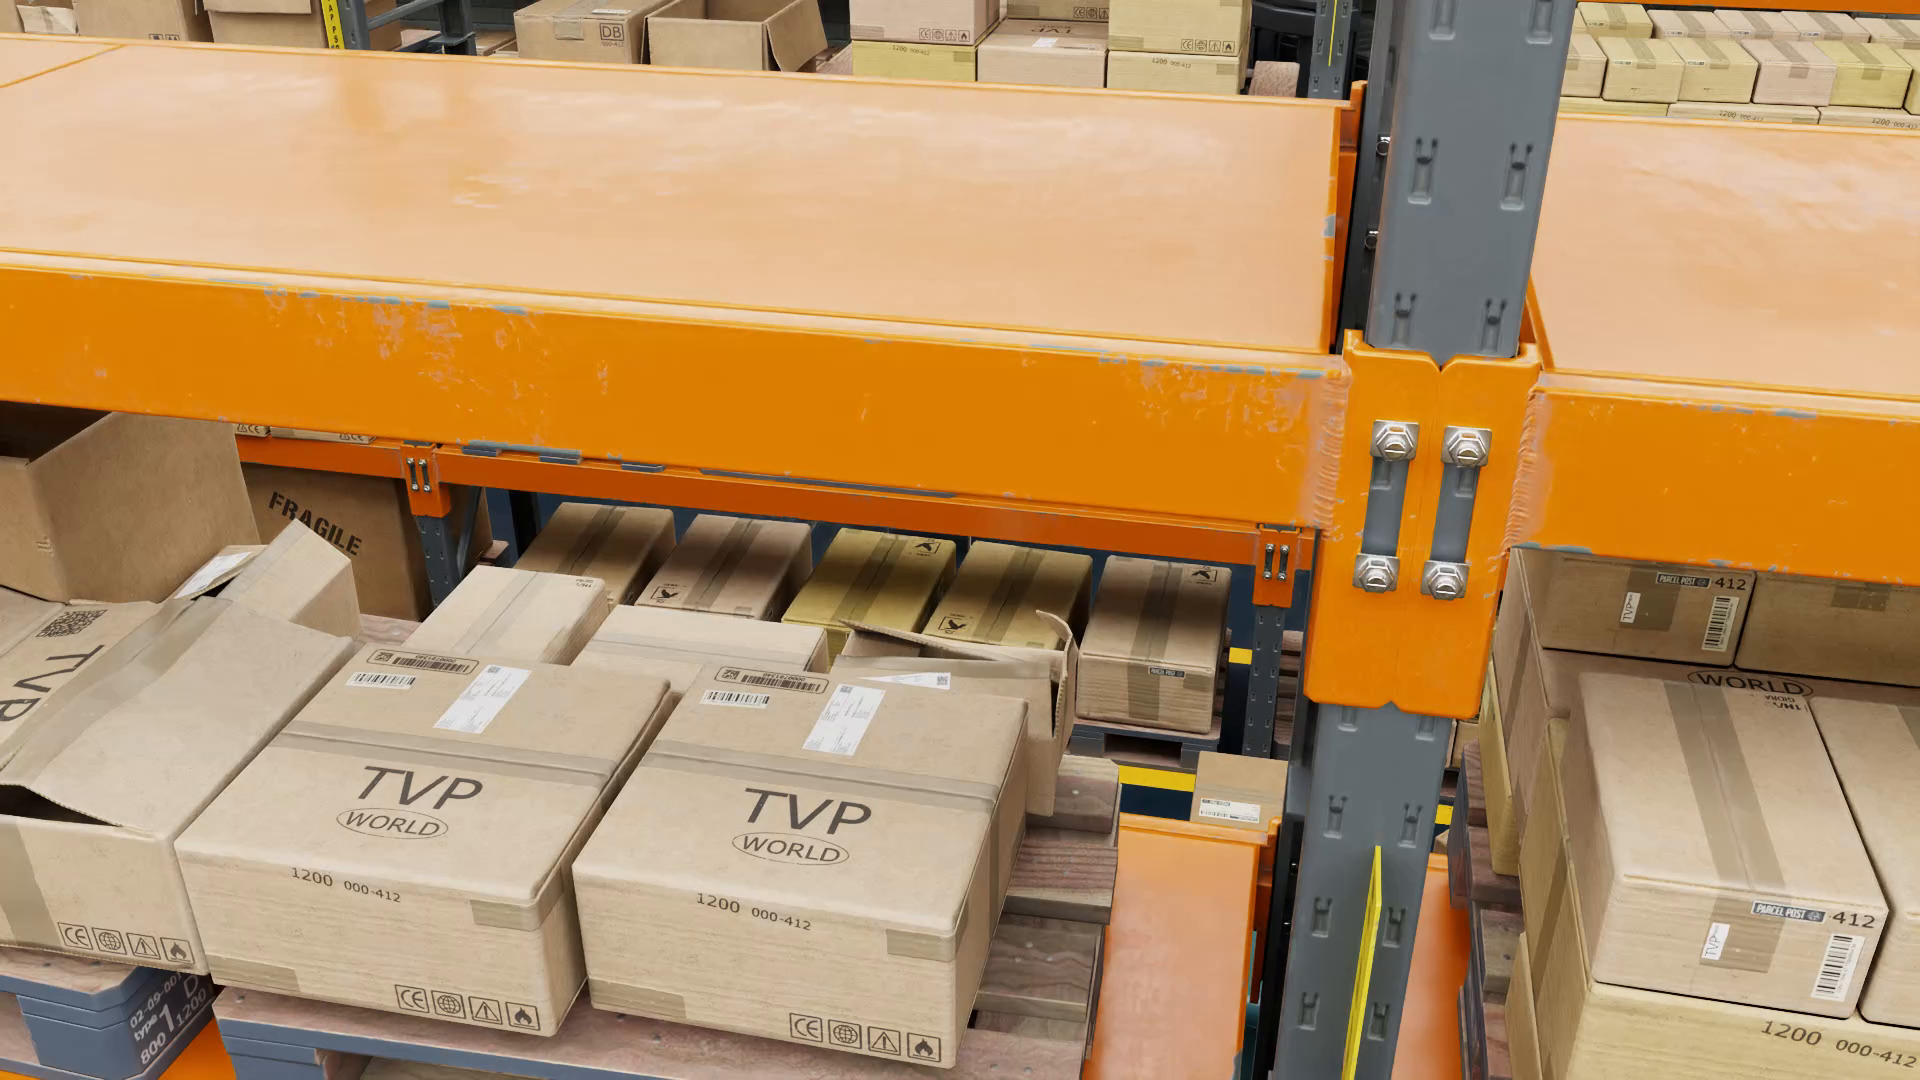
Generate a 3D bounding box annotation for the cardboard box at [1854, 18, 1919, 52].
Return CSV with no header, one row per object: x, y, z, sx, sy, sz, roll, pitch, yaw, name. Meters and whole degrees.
3.587,-1.884,6.375,0.250,0.149,0.380,6,29,12,cardboard box

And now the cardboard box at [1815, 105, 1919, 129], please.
3.323,-1.485,6.062,0.500,0.250,0.500,6,29,11,cardboard box

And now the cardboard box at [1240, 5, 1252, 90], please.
0.974,-2.112,7.079,0.500,0.250,0.500,5,29,9,cardboard box

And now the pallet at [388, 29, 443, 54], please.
-3.090,-2.104,7.543,1.003,0.211,1.213,7,30,13,pallet

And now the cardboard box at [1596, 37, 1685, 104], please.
2.470,-1.719,6.074,0.250,0.149,0.380,6,29,10,cardboard box

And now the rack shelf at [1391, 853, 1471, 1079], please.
2.483,1.105,2.234,4.000,0.370,1.077,6,29,11,rack shelf

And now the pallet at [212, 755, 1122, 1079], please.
-0.380,0.604,2.600,1.217,0.209,0.805,5,29,9,pallet

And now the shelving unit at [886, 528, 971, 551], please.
-0.162,-0.543,9.492,0.503,1.200,0.258,6,29,11,shelving unit

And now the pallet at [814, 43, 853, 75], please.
-0.134,-1.879,7.130,1.003,0.211,1.213,6,29,11,pallet

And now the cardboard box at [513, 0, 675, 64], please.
-1.525,-2.092,7.219,0.500,0.500,0.700,6,29,11,cardboard box

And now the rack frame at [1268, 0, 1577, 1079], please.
0.527,-0.727,1.708,0.127,3.000,1.000,6,29,11,rack frame

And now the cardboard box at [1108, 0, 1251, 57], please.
0.869,-2.082,6.505,0.500,0.250,0.500,7,29,12,cardboard box

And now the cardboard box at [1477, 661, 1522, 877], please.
0.950,0.357,2.571,0.250,0.149,0.380,6,29,10,cardboard box

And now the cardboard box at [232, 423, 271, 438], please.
-3.501,-0.739,8.132,0.500,0.250,0.500,6,29,11,cardboard box

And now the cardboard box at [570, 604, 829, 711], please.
-0.435,0.250,2.766,0.380,0.149,0.250,6,29,11,cardboard box

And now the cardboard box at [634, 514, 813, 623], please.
-1.176,0.268,8.436,0.625,0.372,0.950,5,29,10,cardboard box

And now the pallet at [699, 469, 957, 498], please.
-0.505,-0.568,7.864,1.213,0.211,1.003,6,29,11,pallet

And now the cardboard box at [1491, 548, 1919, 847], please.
1.062,0.224,2.398,0.500,0.250,0.500,6,29,10,cardboard box

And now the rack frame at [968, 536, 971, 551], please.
0.077,-0.518,9.447,0.015,1.200,0.240,6,29,11,rack frame

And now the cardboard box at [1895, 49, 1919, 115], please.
3.475,-1.618,5.890,0.250,0.149,0.380,7,29,12,cardboard box

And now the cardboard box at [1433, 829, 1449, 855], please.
2.226,1.411,6.649,0.500,0.500,0.500,-21,35,-33,cardboard box

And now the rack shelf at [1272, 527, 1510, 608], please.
3.418,0.085,7.219,4.000,0.370,1.077,6,29,11,rack shelf

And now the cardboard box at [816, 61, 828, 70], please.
-0.905,-3.295,11.866,0.250,0.149,0.380,6,29,12,cardboard box

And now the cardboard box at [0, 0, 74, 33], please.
-4.234,-2.416,7.375,0.500,0.500,0.500,6,29,11,cardboard box

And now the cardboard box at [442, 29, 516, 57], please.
-3.628,-3.508,12.493,0.500,0.500,0.700,6,29,10,cardboard box

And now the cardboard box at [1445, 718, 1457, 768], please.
1.983,0.777,7.633,0.500,0.250,0.500,5,29,8,cardboard box

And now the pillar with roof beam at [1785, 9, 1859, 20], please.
5.015,-3.464,6.706,0.400,9.000,9.100,6,29,11,pillar with roof beam

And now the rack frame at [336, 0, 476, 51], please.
-2.450,-3.463,6.705,0.127,3.000,1.000,6,29,11,rack frame

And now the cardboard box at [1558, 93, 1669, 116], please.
2.342,-1.591,6.255,0.500,0.250,0.500,6,29,10,cardboard box

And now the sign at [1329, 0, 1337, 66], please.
1.350,-1.885,5.997,0.005,0.325,0.100,6,29,11,sign

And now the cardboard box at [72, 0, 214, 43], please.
-3.457,-2.386,7.319,0.500,0.500,0.700,4,29,8,cardboard box

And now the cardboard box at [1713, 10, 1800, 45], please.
3.101,-1.958,6.511,0.250,0.149,0.380,6,29,11,cardboard box

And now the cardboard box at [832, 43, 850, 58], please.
-0.777,-3.580,12.386,0.250,0.149,0.380,7,29,12,cardboard box

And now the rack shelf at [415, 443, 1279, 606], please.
-0.494,-0.316,7.952,4.000,0.370,1.077,6,29,11,rack shelf

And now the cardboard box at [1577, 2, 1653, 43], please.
2.605,-2.034,6.650,0.250,0.149,0.380,7,29,12,cardboard box

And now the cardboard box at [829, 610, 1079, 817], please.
-0.011,0.242,2.660,0.396,0.266,0.258,5,29,10,cardboard box

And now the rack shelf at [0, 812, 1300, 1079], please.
-1.429,0.703,2.967,4.000,0.370,1.077,6,29,11,rack shelf

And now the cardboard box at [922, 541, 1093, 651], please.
0.245,0.416,8.166,0.625,0.372,0.950,8,30,14,cardboard box

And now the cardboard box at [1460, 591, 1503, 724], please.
2.509,0.496,7.365,0.500,0.500,0.500,7,29,13,cardboard box

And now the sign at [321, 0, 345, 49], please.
-2.574,-2.149,6.808,0.005,0.325,0.100,6,29,11,sign

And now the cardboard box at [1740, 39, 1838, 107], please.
2.987,-1.696,6.032,0.250,0.149,0.380,5,29,10,cardboard box

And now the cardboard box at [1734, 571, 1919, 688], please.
1.199,0.033,2.332,0.250,0.149,0.380,6,29,10,cardboard box

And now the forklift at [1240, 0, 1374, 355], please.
2.406,-2.147,10.619,3.031,2.935,1.130,-15,32,-25,forklift

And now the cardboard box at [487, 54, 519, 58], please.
-2.098,-2.104,7.608,0.250,0.149,0.380,6,29,11,cardboard box

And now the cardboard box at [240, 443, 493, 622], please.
-3.108,-0.192,8.753,0.875,0.875,0.875,6,29,10,cardboard box

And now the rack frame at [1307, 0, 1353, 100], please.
1.462,-3.062,5.972,0.127,3.000,1.000,6,29,11,rack frame

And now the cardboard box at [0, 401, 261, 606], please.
-1.626,-0.042,2.934,0.500,0.500,0.500,6,29,11,cardboard box

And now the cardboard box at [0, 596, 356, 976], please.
-1.233,0.327,2.457,0.500,0.311,0.500,5,29,9,cardboard box

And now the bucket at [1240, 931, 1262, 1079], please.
1.142,1.604,5.522,0.620,0.611,0.726,7,28,33,bucket

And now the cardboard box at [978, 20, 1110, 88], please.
0.367,-1.908,6.708,0.500,0.250,0.500,6,29,11,cardboard box

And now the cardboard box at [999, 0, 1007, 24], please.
-0.019,-2.202,7.244,0.500,0.250,0.500,6,29,10,cardboard box

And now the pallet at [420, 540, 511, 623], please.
-3.205,0.277,9.024,1.213,0.211,1.003,6,29,11,pallet

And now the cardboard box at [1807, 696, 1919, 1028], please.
1.062,0.342,1.768,0.250,0.149,0.380,6,29,10,cardboard box
